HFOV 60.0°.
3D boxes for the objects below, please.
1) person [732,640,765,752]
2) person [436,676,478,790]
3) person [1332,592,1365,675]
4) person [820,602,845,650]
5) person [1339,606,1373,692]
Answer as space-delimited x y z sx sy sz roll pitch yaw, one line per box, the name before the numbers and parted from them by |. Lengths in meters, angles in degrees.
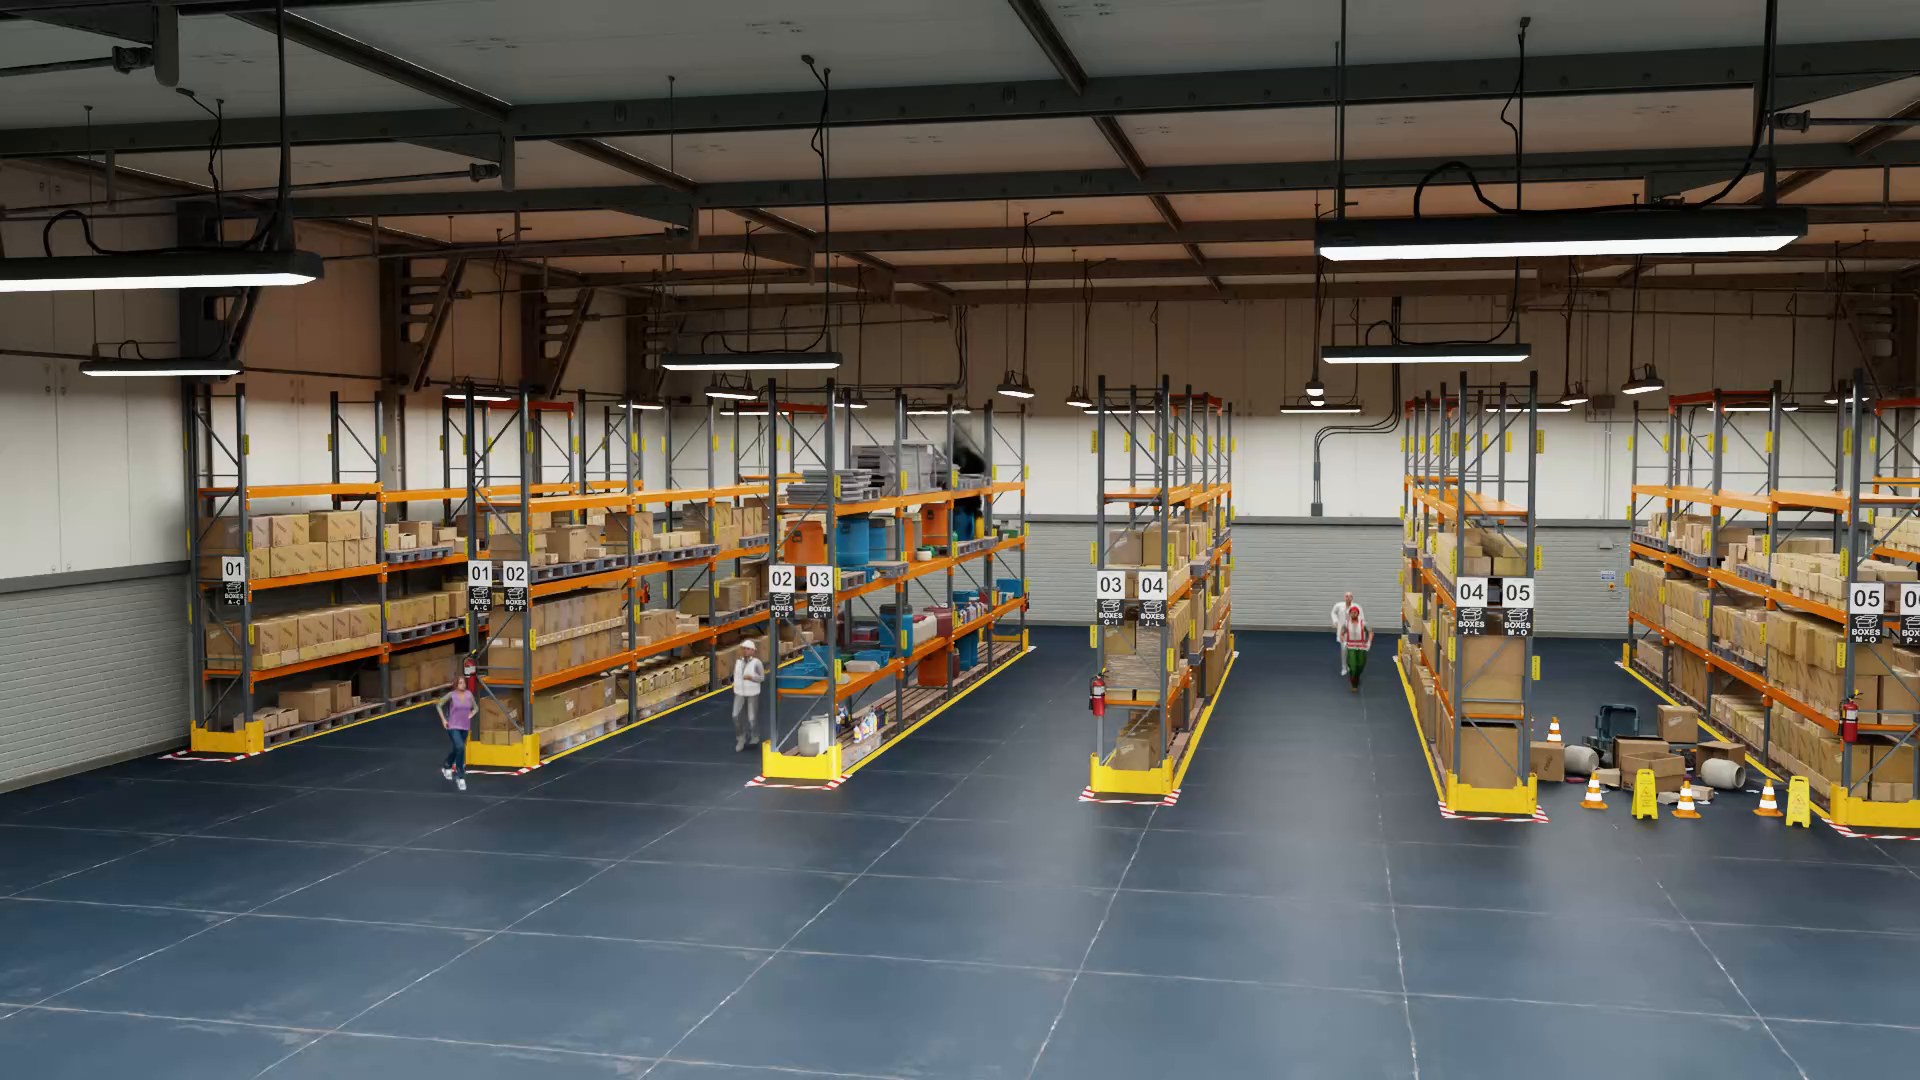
person | -3.503 2.562 27.314 0.637 1.824 0.715 1 3 13
person | -7.369 2.795 24.453 0.775 1.622 0.543 3 4 42
person | 8.512 2.027 36.516 0.704 1.798 0.922 1 3 14
person | -2.653 2.086 35.288 0.681 1.837 0.903 0 3 1
person | 7.999 2.212 33.622 0.661 1.745 0.548 1 3 16
